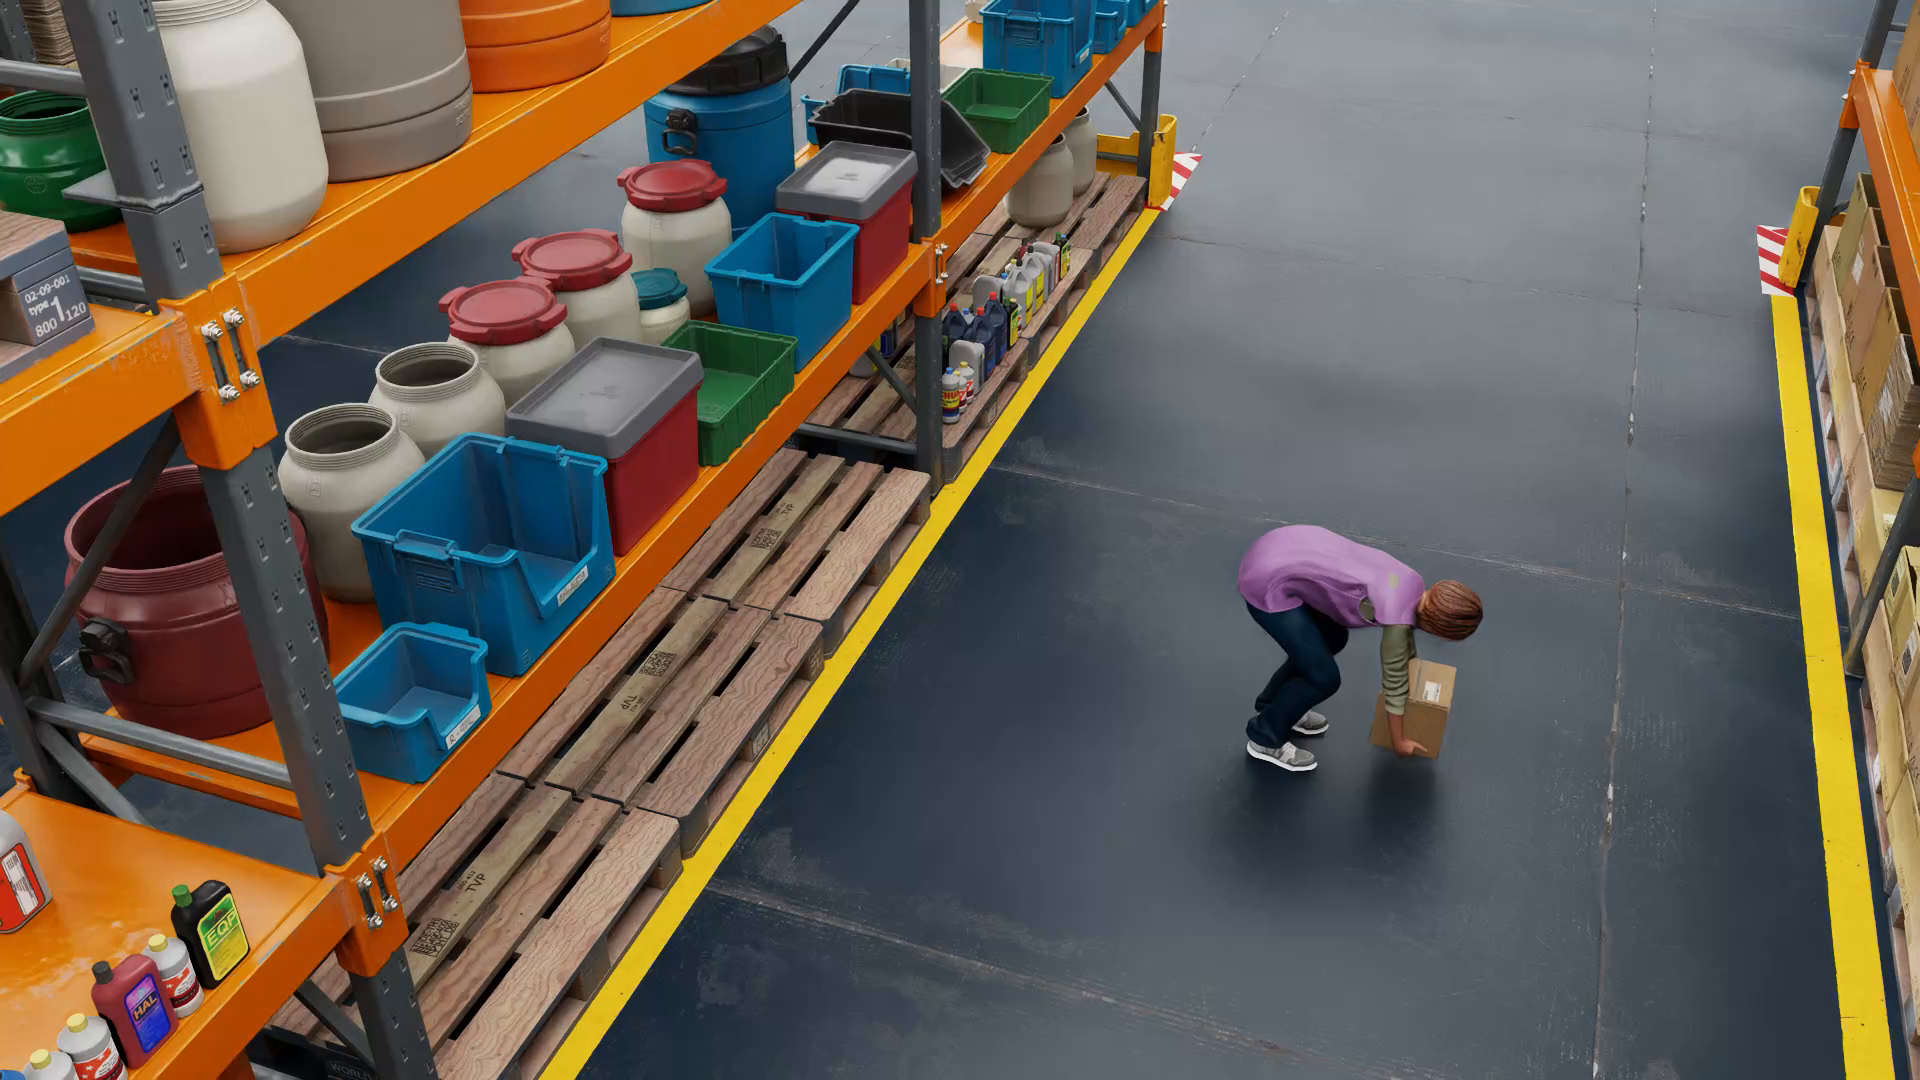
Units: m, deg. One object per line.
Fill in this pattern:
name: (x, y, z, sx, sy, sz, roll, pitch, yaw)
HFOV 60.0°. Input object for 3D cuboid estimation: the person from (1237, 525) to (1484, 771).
person: (1.428, 0.416, 6.102, 0.868, 0.959, 0.409, 10, 35, 14)
